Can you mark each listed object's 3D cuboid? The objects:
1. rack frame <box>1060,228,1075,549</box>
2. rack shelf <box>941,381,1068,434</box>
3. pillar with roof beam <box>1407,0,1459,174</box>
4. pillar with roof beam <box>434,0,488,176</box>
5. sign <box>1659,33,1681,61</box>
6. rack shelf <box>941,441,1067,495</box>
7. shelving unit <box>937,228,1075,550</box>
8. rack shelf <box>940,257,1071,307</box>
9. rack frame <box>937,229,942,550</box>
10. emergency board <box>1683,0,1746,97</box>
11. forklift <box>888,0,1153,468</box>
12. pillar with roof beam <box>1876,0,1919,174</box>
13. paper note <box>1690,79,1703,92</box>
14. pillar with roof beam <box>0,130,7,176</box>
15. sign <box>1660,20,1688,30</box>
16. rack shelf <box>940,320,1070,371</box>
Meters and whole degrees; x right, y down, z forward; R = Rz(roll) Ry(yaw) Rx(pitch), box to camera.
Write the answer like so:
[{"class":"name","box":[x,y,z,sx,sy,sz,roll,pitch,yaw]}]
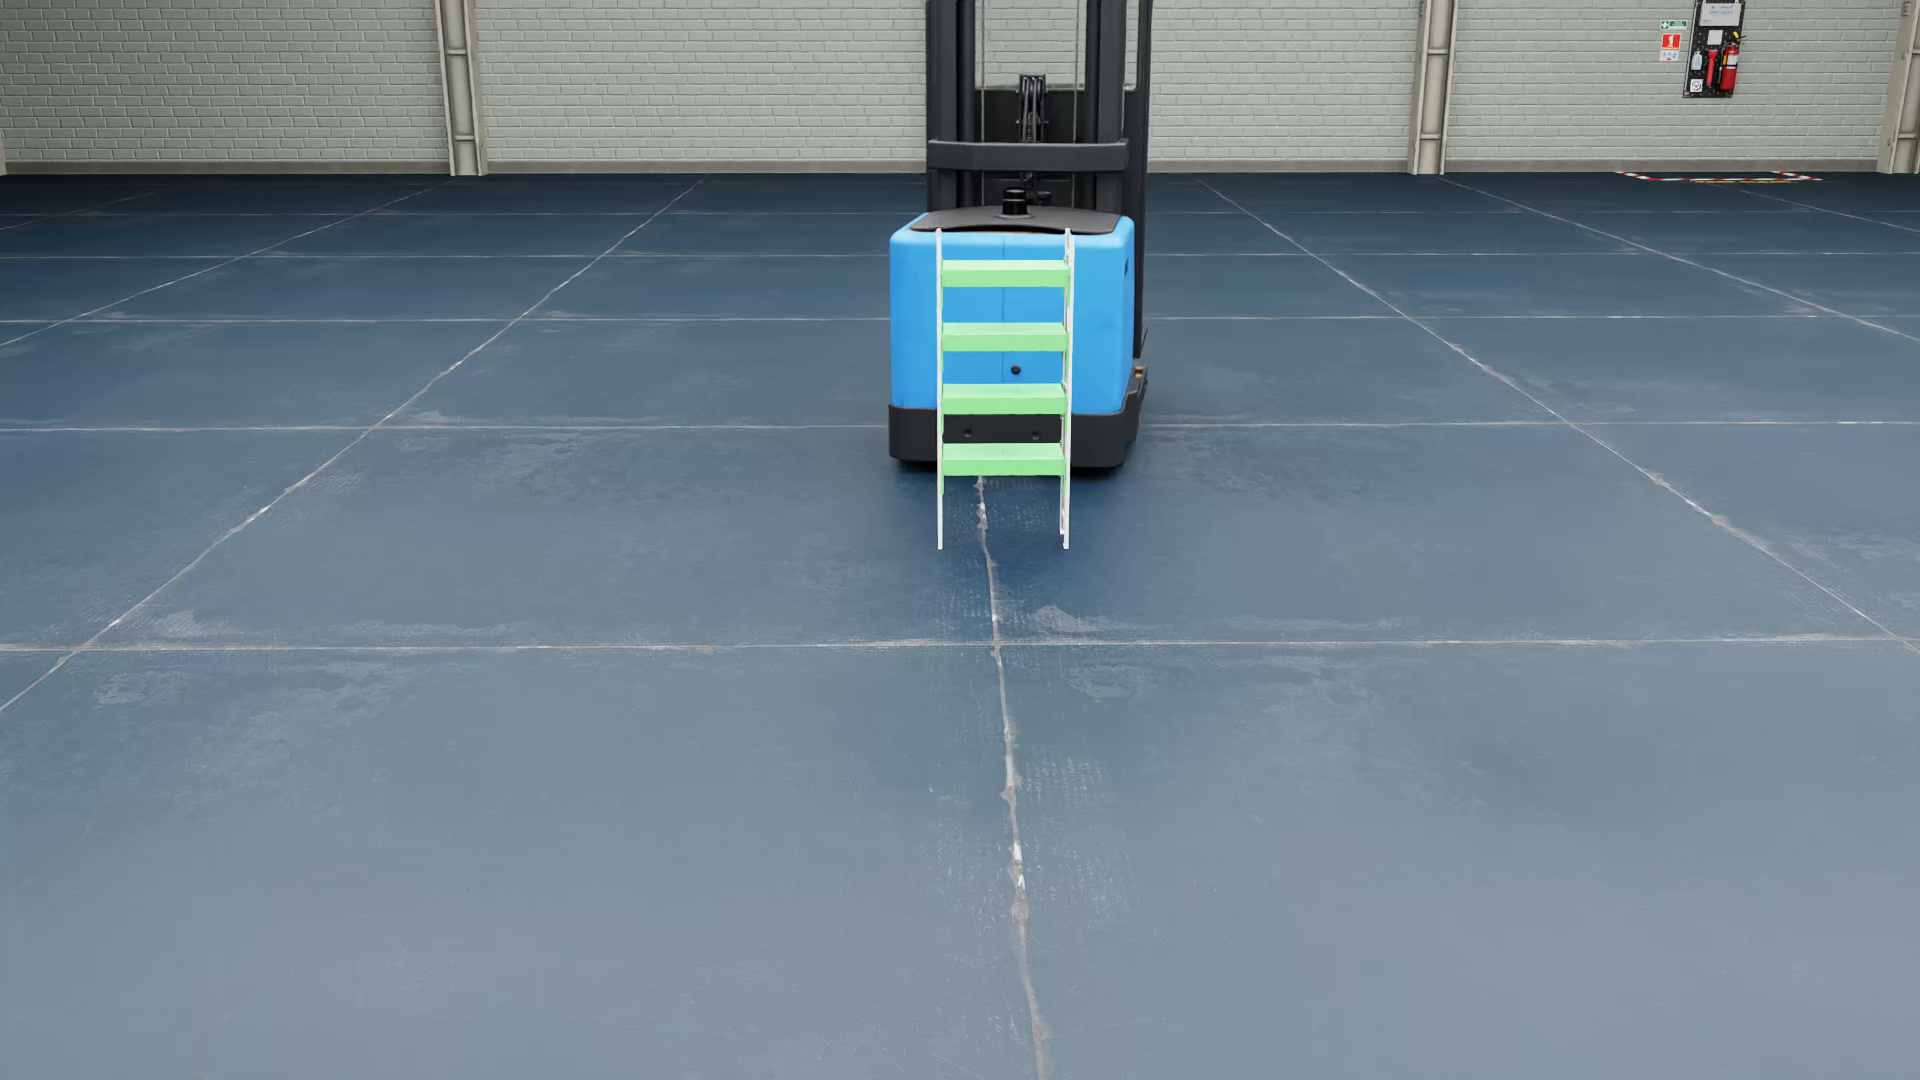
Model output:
[{"class":"rack frame","box":[0.409,-0.573,6.370,0.015,1.200,0.240,0,18,-1]},{"class":"rack shelf","box":[0.166,-0.511,6.386,0.480,0.148,0.258,0,18,-1]},{"class":"pillar with roof beam","box":[5.934,-7.598,15.502,0.400,9.000,9.100,0,18,-1]},{"class":"pillar with roof beam","box":[-6.065,-7.540,15.321,0.400,9.000,9.100,0,18,-1]},{"class":"sign","box":[8.839,-6.131,20.691,0.234,0.329,0.001,0,18,-1]},{"class":"rack shelf","box":[0.166,-0.283,6.460,0.480,0.148,0.258,0,18,-1]},{"class":"shelving unit","box":[0.166,-0.572,6.367,0.503,1.200,0.258,0,18,-1]},{"class":"rack shelf","box":[0.166,-0.968,6.240,0.480,0.148,0.258,0,18,-1]},{"class":"rack frame","box":[-0.078,-0.571,6.363,0.015,1.200,0.240,0,18,-1]},{"class":"emergency board","box":[9.394,-6.085,20.606,0.643,1.169,0.194,0,18,-1]},{"class":"forklift","box":[0.415,-2.119,8.356,1.130,2.935,3.031,3,18,8]},{"class":"pillar with roof beam","box":[11.933,-7.627,15.592,0.400,9.000,9.100,0,18,-1]},{"class":"paper note","box":[9.215,-5.686,20.804,0.142,0.148,0.016,0,18,-1]},{"class":"pillar with roof beam","box":[-12.064,-7.511,15.231,0.400,9.000,9.100,0,18,-1]},{"class":"sign","box":[8.844,-6.381,20.601,0.331,0.109,0.001,0,18,-1]},{"class":"rack shelf","box":[0.166,-0.740,6.313,0.480,0.148,0.258,0,18,-1]}]
